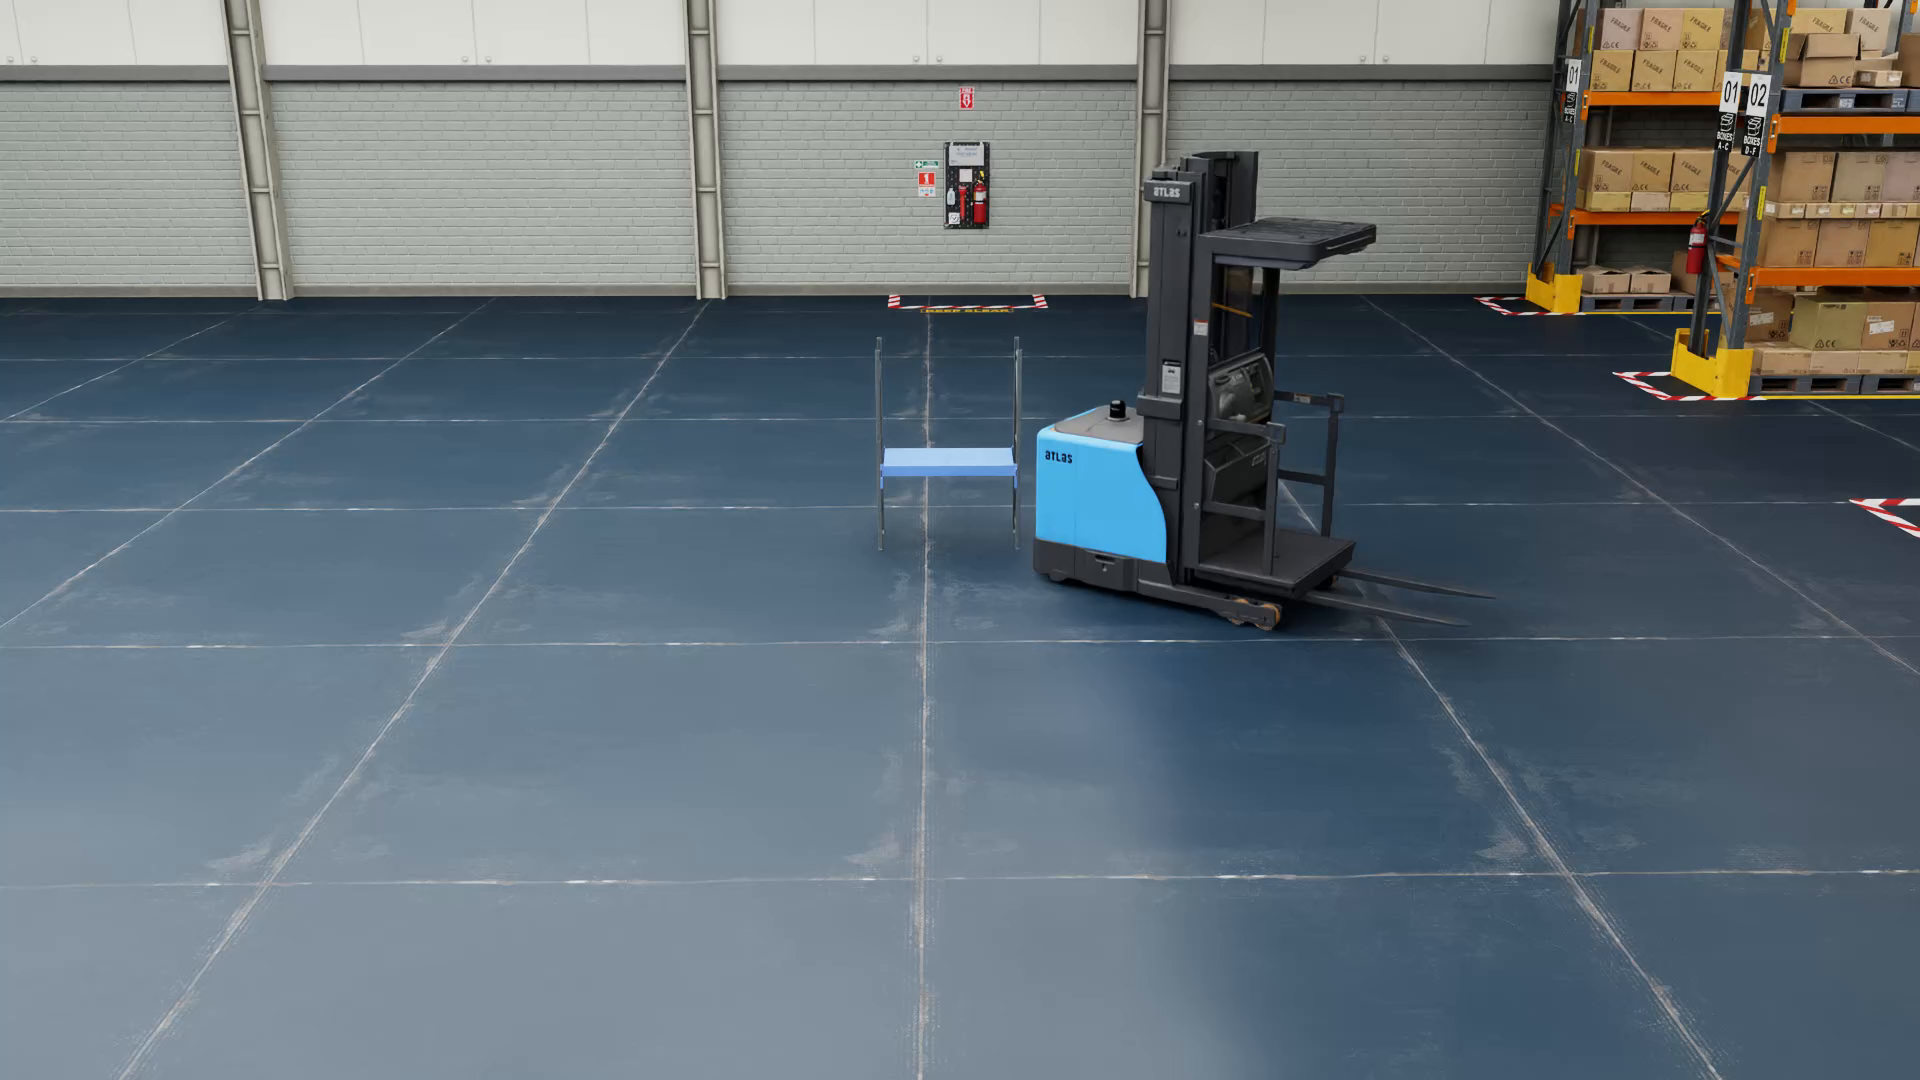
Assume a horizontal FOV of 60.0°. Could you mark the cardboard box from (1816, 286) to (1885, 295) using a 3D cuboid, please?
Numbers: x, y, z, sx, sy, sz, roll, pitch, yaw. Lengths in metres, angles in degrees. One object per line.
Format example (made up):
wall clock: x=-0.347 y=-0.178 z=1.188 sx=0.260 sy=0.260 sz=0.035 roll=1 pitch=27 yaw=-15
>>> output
cardboard box: x=9.497 y=-2.421 z=17.771 sx=0.500 sy=0.500 sz=0.500 roll=0 pitch=18 yaw=-1

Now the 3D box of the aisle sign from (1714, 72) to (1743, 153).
aisle sign: x=7.895 y=-4.398 z=17.091 sx=0.004 sy=0.787 sz=0.394 roll=0 pitch=18 yaw=-1

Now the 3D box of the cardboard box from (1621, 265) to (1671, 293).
cardboard box: x=9.147 y=-3.491 z=22.202 sx=0.500 sy=0.311 sz=0.500 roll=1 pitch=18 yaw=4

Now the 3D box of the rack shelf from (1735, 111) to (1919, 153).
rack shelf: x=9.965 y=-4.166 z=16.891 sx=4.000 sy=0.370 sz=1.077 roll=0 pitch=18 yaw=-1

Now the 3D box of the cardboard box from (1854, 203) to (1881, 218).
cardboard box: x=9.127 y=-3.367 z=16.906 sx=0.250 sy=0.149 sz=0.380 roll=-1 pitch=18 yaw=-2

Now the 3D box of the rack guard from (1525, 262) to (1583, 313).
rack guard: x=7.960 y=-3.394 z=22.309 sx=0.348 sy=0.500 sz=1.175 roll=0 pitch=18 yaw=-1

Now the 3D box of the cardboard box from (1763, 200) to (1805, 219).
cardboard box: x=8.361 y=-3.363 z=16.896 sx=0.250 sy=0.149 sz=0.380 roll=0 pitch=18 yaw=-1

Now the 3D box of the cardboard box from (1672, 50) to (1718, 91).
cardboard box: x=9.279 y=-5.990 z=21.202 sx=0.500 sy=0.500 sz=0.500 roll=1 pitch=18 yaw=2

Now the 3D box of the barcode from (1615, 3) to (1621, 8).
barcode: x=8.586 y=-6.977 z=21.694 sx=0.075 sy=0.075 sz=0.001 roll=0 pitch=18 yaw=-1

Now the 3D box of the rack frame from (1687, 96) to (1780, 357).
rack frame: x=7.966 y=-3.071 z=17.209 sx=0.127 sy=3.000 sz=1.000 roll=0 pitch=18 yaw=-1

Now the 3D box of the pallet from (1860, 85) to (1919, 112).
pallet: x=9.896 y=-4.459 z=16.772 sx=1.213 sy=0.211 sz=1.003 roll=0 pitch=18 yaw=-1

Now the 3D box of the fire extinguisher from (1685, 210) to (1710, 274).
fire extinguisher: x=7.840 y=-3.175 z=17.662 sx=0.183 sy=0.674 sz=0.296 roll=0 pitch=18 yaw=-1

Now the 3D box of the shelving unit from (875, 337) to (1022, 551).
shelving unit: x=-0.085 y=-0.714 z=12.317 sx=1.048 sy=1.500 sz=0.538 roll=0 pitch=18 yaw=-1

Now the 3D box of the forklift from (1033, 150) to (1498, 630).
forklift: x=2.023 y=-0.998 z=10.861 sx=3.031 sy=2.935 sz=1.130 roll=11 pitch=21 yaw=32

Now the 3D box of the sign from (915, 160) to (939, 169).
sign: x=-0.451 y=-5.117 z=22.664 sx=0.331 sy=0.109 sz=0.001 roll=0 pitch=18 yaw=-1

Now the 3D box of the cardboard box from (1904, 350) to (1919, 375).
cardboard box: x=10.005 y=-1.903 z=17.382 sx=0.500 sy=0.250 sz=0.500 roll=0 pitch=18 yaw=-1

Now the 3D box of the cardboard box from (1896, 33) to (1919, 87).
cardboard box: x=9.631 y=-4.738 z=16.415 sx=0.500 sy=0.500 sz=0.500 roll=0 pitch=18 yaw=-1

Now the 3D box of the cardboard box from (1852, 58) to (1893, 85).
cardboard box: x=9.113 y=-4.780 z=16.957 sx=0.500 sy=0.250 sz=0.500 roll=0 pitch=18 yaw=-1

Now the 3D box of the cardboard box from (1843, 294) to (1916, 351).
cardboard box: x=9.505 y=-2.262 z=17.276 sx=0.500 sy=0.500 sz=0.500 roll=0 pitch=18 yaw=-1

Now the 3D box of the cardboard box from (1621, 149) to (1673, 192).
cardboard box: x=8.860 y=-4.789 z=21.550 sx=0.500 sy=0.500 sz=0.500 roll=0 pitch=18 yaw=-1

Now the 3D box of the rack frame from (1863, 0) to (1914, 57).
rack frame: x=11.883 y=-7.460 z=21.069 sx=0.127 sy=3.000 sz=1.000 roll=0 pitch=18 yaw=-1

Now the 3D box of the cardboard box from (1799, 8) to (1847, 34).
cardboard box: x=10.836 y=-6.473 z=21.072 sx=0.500 sy=0.500 sz=0.500 roll=1 pitch=18 yaw=2

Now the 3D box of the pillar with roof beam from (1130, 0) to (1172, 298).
pillar with roof beam: x=2.639 y=-6.364 z=17.654 sx=0.400 sy=9.000 sz=9.100 roll=0 pitch=18 yaw=-1

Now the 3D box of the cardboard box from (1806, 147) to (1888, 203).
cardboard box: x=9.011 y=-3.739 z=17.005 sx=0.500 sy=0.500 sz=0.700 roll=-1 pitch=18 yaw=-2

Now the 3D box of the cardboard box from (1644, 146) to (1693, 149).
cardboard box: x=9.372 y=-4.949 z=22.050 sx=0.500 sy=0.500 sz=0.500 roll=-1 pitch=18 yaw=-2

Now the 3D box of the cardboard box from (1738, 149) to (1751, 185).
cardboard box: x=10.413 y=-4.798 z=21.579 sx=0.500 sy=0.500 sz=0.500 roll=-1 pitch=18 yaw=-2

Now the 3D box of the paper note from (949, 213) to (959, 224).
paper note: x=-0.079 y=-4.423 z=22.866 sx=0.142 sy=0.148 sz=0.016 roll=0 pitch=18 yaw=-1

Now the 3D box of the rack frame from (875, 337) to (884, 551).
rack frame: x=-0.594 y=-0.711 z=12.310 sx=0.032 sy=1.500 sz=0.500 roll=0 pitch=18 yaw=-1

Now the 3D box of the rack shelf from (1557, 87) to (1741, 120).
rack shelf: x=9.884 y=-5.679 z=21.607 sx=4.000 sy=0.370 sz=1.077 roll=0 pitch=18 yaw=-1

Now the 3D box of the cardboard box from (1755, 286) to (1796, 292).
cardboard box: x=10.846 y=-3.605 z=22.247 sx=0.500 sy=0.500 sz=0.500 roll=-2 pitch=18 yaw=-5

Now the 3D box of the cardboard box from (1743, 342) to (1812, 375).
cardboard box: x=8.505 y=-1.896 z=17.361 sx=0.500 sy=0.250 sz=0.500 roll=0 pitch=18 yaw=-1

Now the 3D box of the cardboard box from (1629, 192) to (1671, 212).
cardboard box: x=8.896 y=-4.434 z=21.672 sx=0.500 sy=0.250 sz=0.500 roll=-1 pitch=18 yaw=-3

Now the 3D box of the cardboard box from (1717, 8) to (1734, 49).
cardboard box: x=9.852 y=-6.629 z=21.557 sx=0.500 sy=0.500 sz=0.500 roll=0 pitch=18 yaw=-1

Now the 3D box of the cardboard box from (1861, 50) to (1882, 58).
cardboard box: x=11.380 y=-6.010 z=21.266 sx=0.500 sy=0.500 sz=0.500 roll=0 pitch=18 yaw=1

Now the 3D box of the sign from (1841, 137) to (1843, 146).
sign: x=11.871 y=-5.324 z=22.337 sx=0.005 sy=0.325 sz=0.100 roll=0 pitch=18 yaw=-1

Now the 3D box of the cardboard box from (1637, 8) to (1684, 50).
cardboard box: x=8.775 y=-6.460 z=21.030 sx=0.500 sy=0.500 sz=0.500 roll=0 pitch=18 yaw=-1

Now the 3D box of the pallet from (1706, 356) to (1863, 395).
pallet: x=8.730 y=-1.759 z=17.687 sx=1.213 sy=0.211 sz=1.003 roll=0 pitch=18 yaw=-1

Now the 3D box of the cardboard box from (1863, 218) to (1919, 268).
cardboard box: x=9.454 y=-3.121 z=17.203 sx=0.500 sy=0.500 sz=0.700 roll=0 pitch=18 yaw=0

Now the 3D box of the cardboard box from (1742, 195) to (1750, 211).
cardboard box: x=8.345 y=-3.487 z=17.282 sx=0.250 sy=0.149 sz=0.380 roll=-1 pitch=18 yaw=-2
